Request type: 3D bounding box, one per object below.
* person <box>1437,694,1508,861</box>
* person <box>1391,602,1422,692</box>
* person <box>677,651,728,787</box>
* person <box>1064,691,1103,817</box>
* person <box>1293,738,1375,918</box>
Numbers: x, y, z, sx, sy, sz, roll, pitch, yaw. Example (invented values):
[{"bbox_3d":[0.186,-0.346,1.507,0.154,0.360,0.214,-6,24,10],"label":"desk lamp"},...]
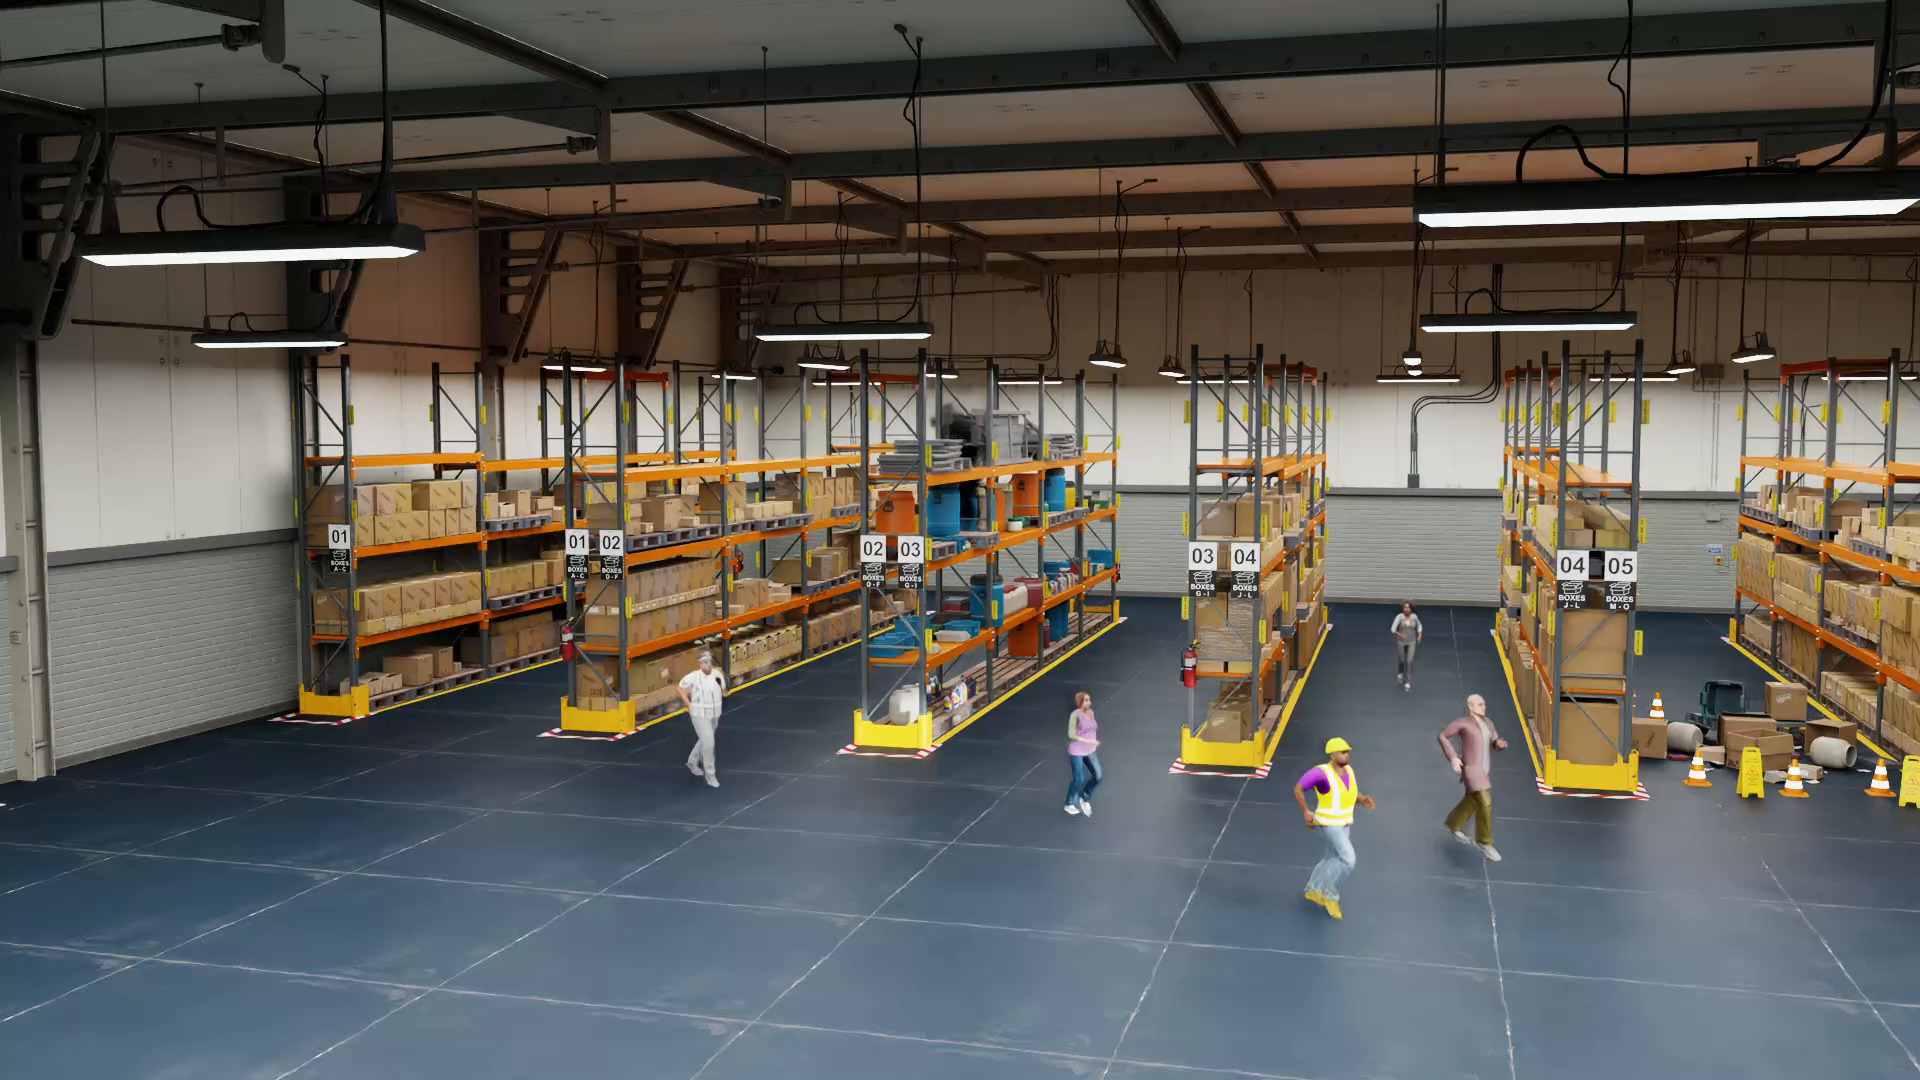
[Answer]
[{"bbox_3d":[5.881,2.678,19.040,0.680,1.836,0.898,-3,6,-39],"label":"person"},{"bbox_3d":[8.182,1.922,30.478,0.563,1.611,0.774,1,4,10],"label":"person"},{"bbox_3d":[-3.478,2.422,22.766,0.830,1.848,0.631,4,6,44],"label":"person"},{"bbox_3d":[1.554,2.662,20.655,0.559,1.592,0.639,-4,6,-39],"label":"person"},{"bbox_3d":[3.790,2.884,16.732,0.739,1.805,0.683,4,6,45],"label":"person"}]
